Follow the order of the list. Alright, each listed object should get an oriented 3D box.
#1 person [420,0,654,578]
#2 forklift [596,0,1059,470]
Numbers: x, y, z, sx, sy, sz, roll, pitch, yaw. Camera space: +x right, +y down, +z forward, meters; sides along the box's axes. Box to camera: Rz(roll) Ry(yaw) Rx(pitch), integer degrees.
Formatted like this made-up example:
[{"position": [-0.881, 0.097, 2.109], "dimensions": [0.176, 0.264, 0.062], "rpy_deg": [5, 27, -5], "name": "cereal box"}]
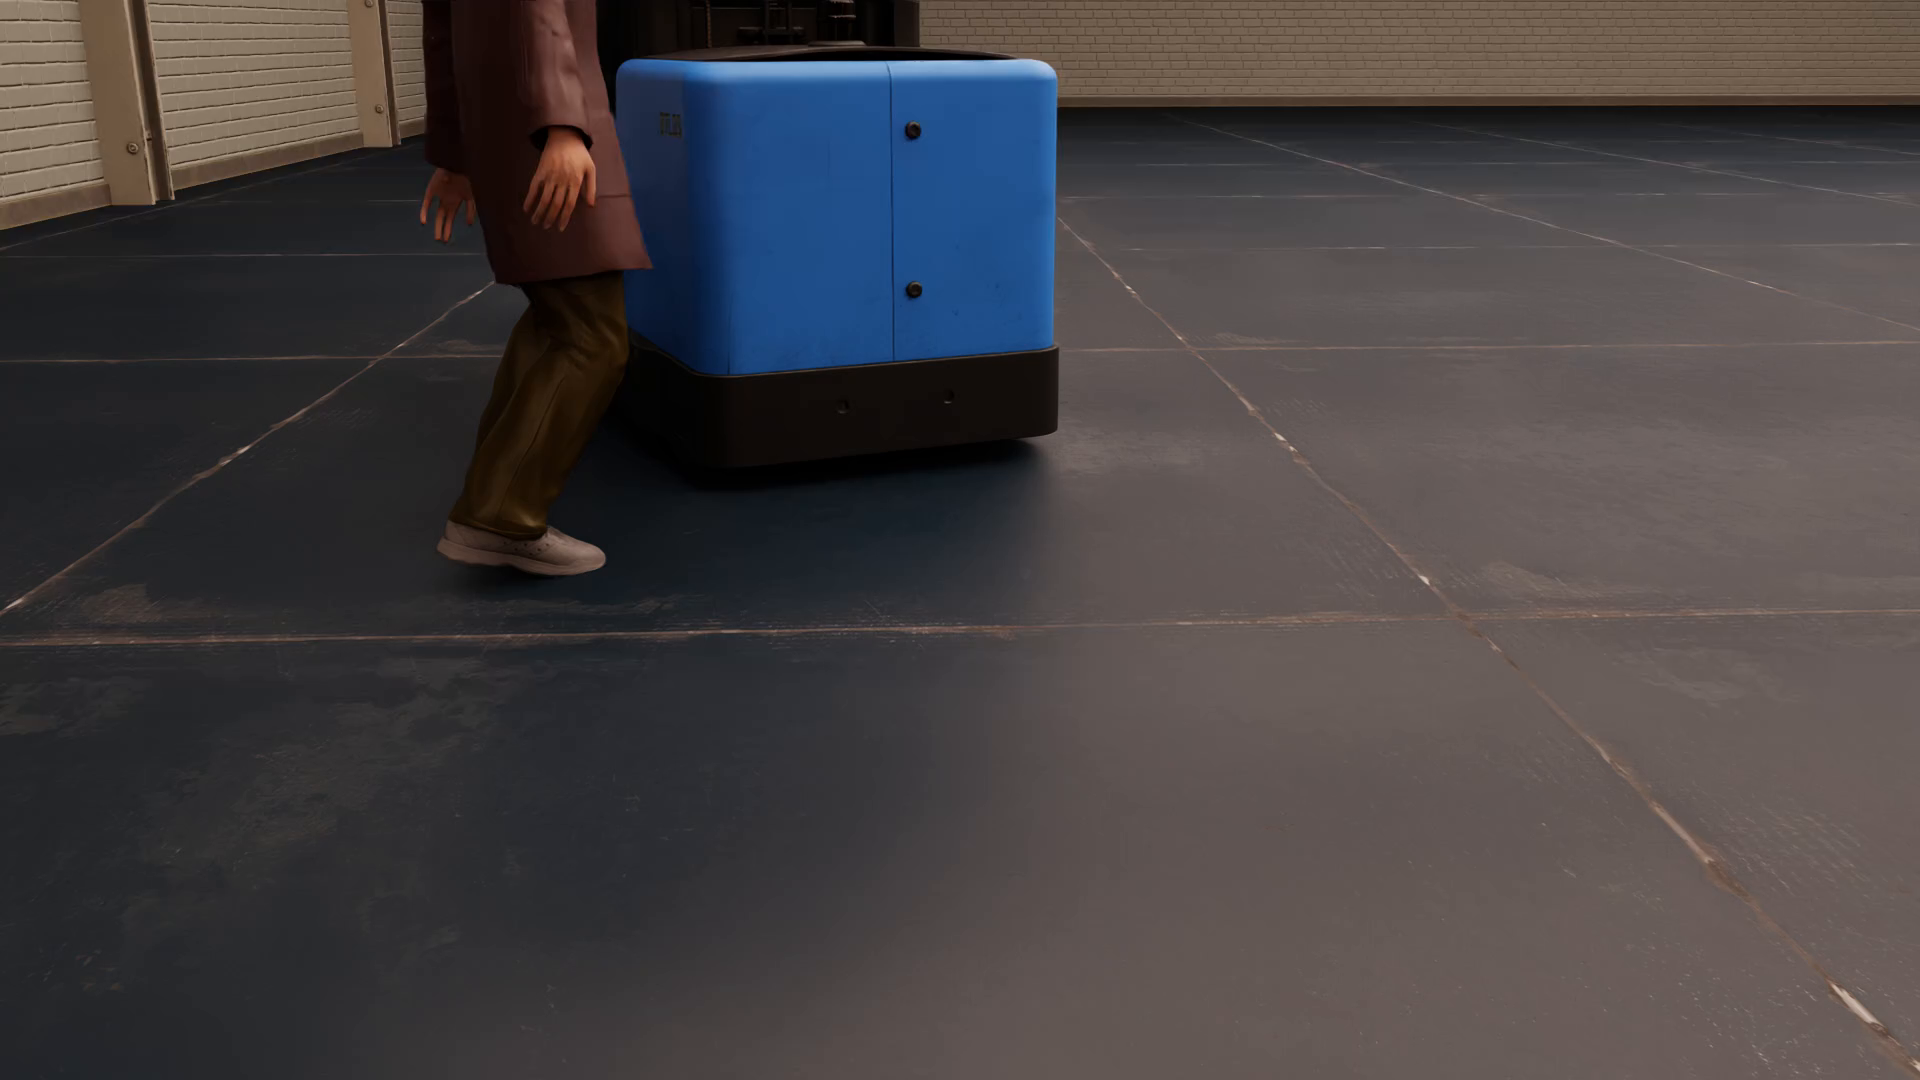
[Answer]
[{"position": [-0.951, -0.798, 3.577], "dimensions": [0.557, 1.748, 0.934], "rpy_deg": [-10, 20, -29], "name": "person"}, {"position": [-0.787, -1.973, 5.358], "dimensions": [1.130, 2.935, 3.031], "rpy_deg": [-7, 19, -23], "name": "forklift"}]
